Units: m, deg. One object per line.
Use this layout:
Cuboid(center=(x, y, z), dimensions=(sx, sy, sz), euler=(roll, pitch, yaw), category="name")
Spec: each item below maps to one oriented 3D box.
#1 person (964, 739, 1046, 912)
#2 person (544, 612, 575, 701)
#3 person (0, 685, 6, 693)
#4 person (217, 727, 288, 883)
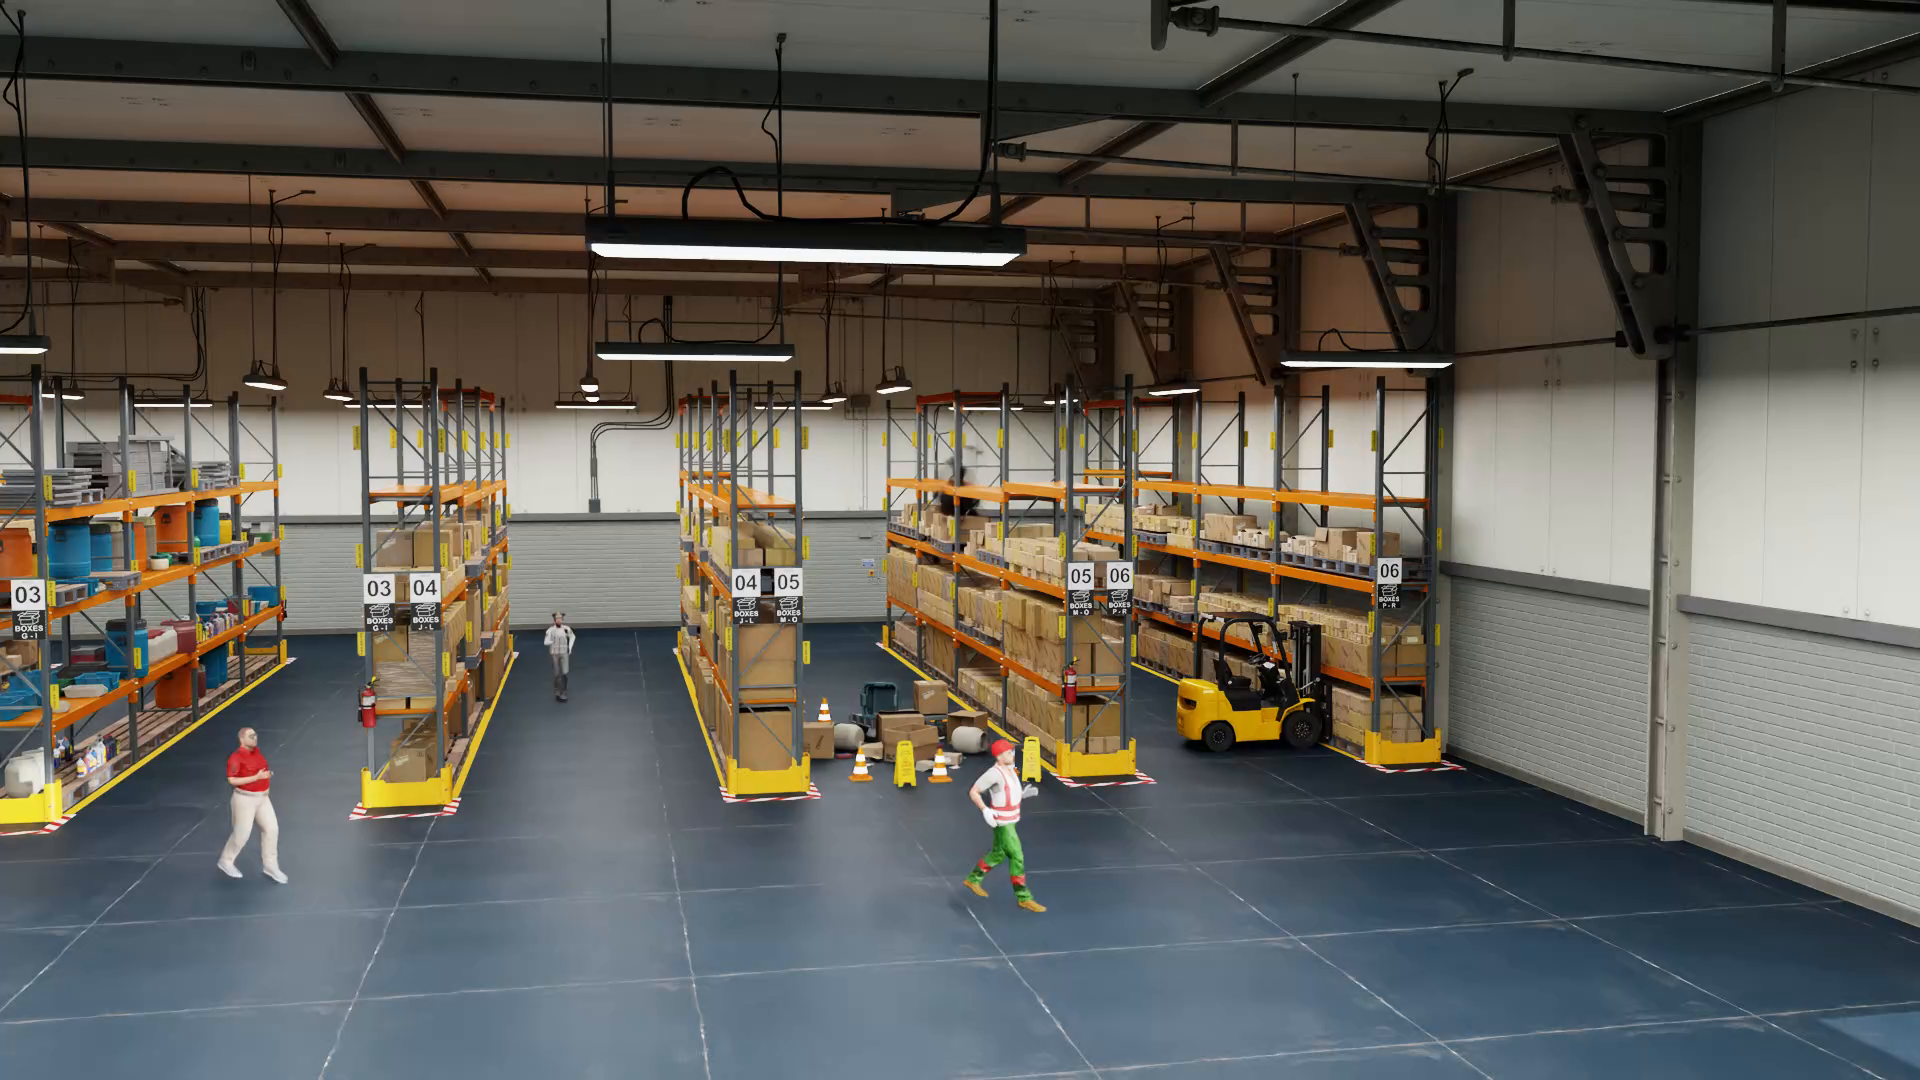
Cuboid(center=(0.472, 3.017, 17.740), dimensions=(0.981, 1.785, 0.658), euler=(1, 4, 21), category="person")
Cuboid(center=(-7.741, 2.246, 32.174), dimensions=(0.592, 1.736, 0.684), euler=(-1, 4, -14), category="person")
Cuboid(center=(-14.578, 2.650, 24.684), dimensions=(0.657, 1.707, 0.971), euler=(-1, 4, -17), category="person")
Cuboid(center=(-8.061, 3.007, 18.882), dimensions=(0.823, 1.768, 0.647), euler=(1, 4, 19), category="person")
